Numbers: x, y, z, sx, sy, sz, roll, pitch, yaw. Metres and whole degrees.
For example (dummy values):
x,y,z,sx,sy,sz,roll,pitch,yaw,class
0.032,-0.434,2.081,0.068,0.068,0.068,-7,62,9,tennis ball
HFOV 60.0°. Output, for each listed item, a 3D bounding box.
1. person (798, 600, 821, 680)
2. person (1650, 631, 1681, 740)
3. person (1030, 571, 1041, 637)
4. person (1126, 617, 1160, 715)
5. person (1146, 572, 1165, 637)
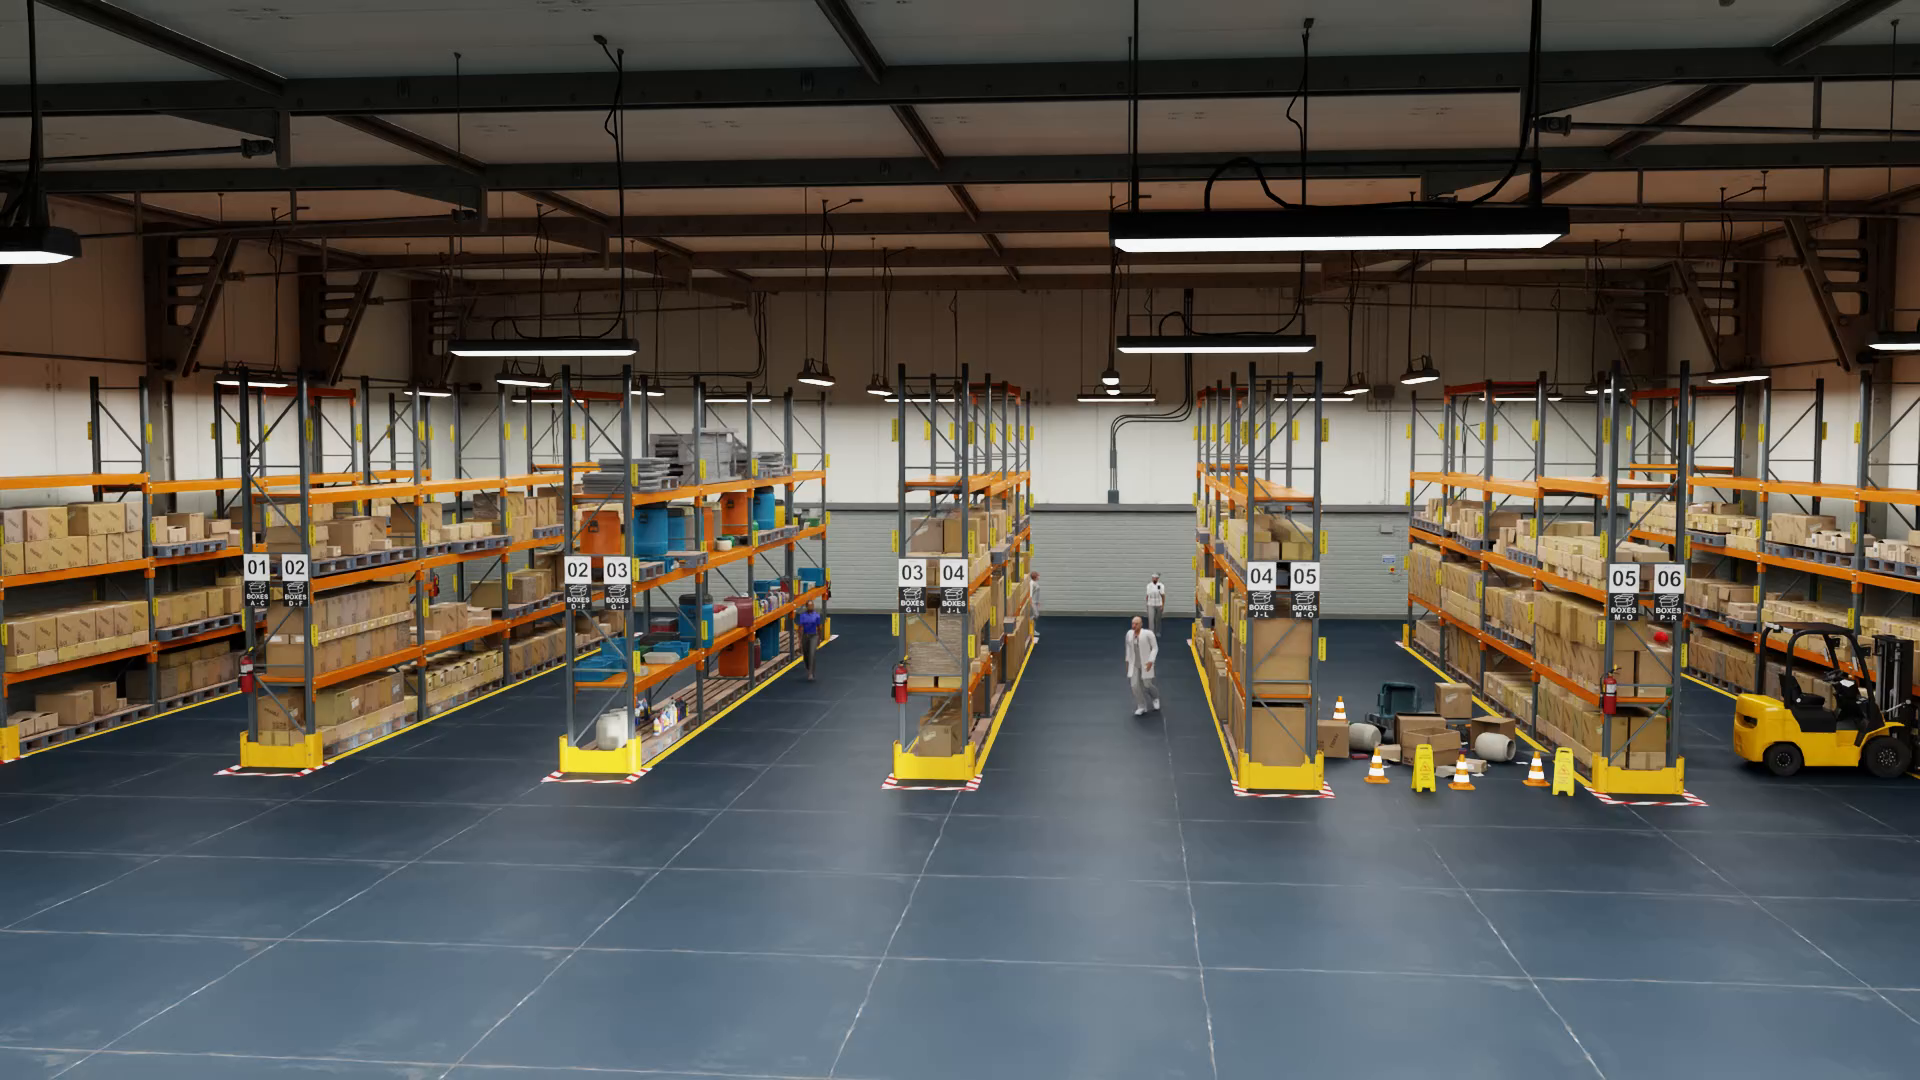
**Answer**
x,y,z,sx,sy,sz,roll,pitch,yaw,class
-3.057,1.993,33.855,0.441,1.558,1.037,0,4,5,person
11.429,2.383,27.037,0.573,1.784,0.551,0,4,4,person
1.824,1.574,41.019,0.355,1.628,0.478,2,4,22,person
3.285,2.320,29.827,0.629,1.558,0.729,2,4,29,person
4.730,1.580,40.204,0.452,1.626,1.011,0,4,7,person
